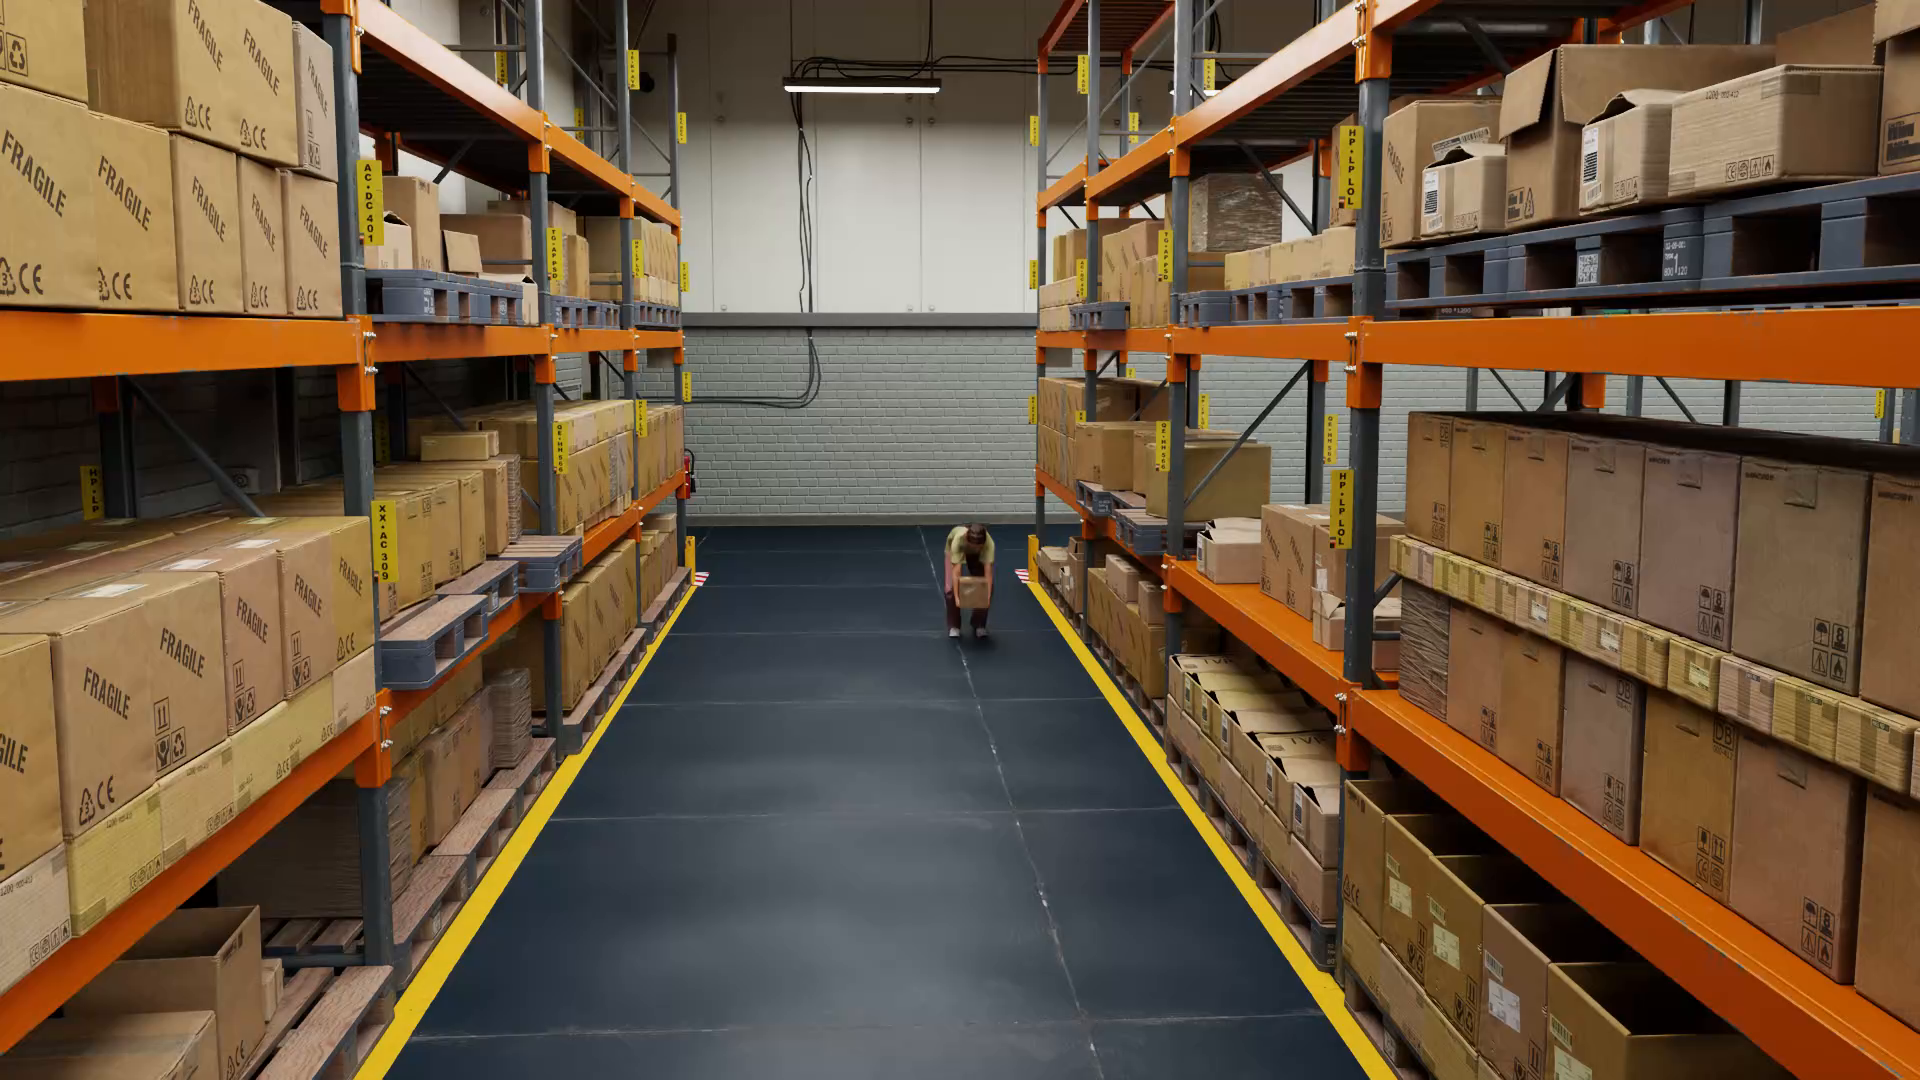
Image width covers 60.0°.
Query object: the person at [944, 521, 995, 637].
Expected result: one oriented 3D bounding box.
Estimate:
[{"bbox_3d":[0.093,0.358,15.175,0.453,1.105,0.860,-1,7,-9],"label":"person"}]
